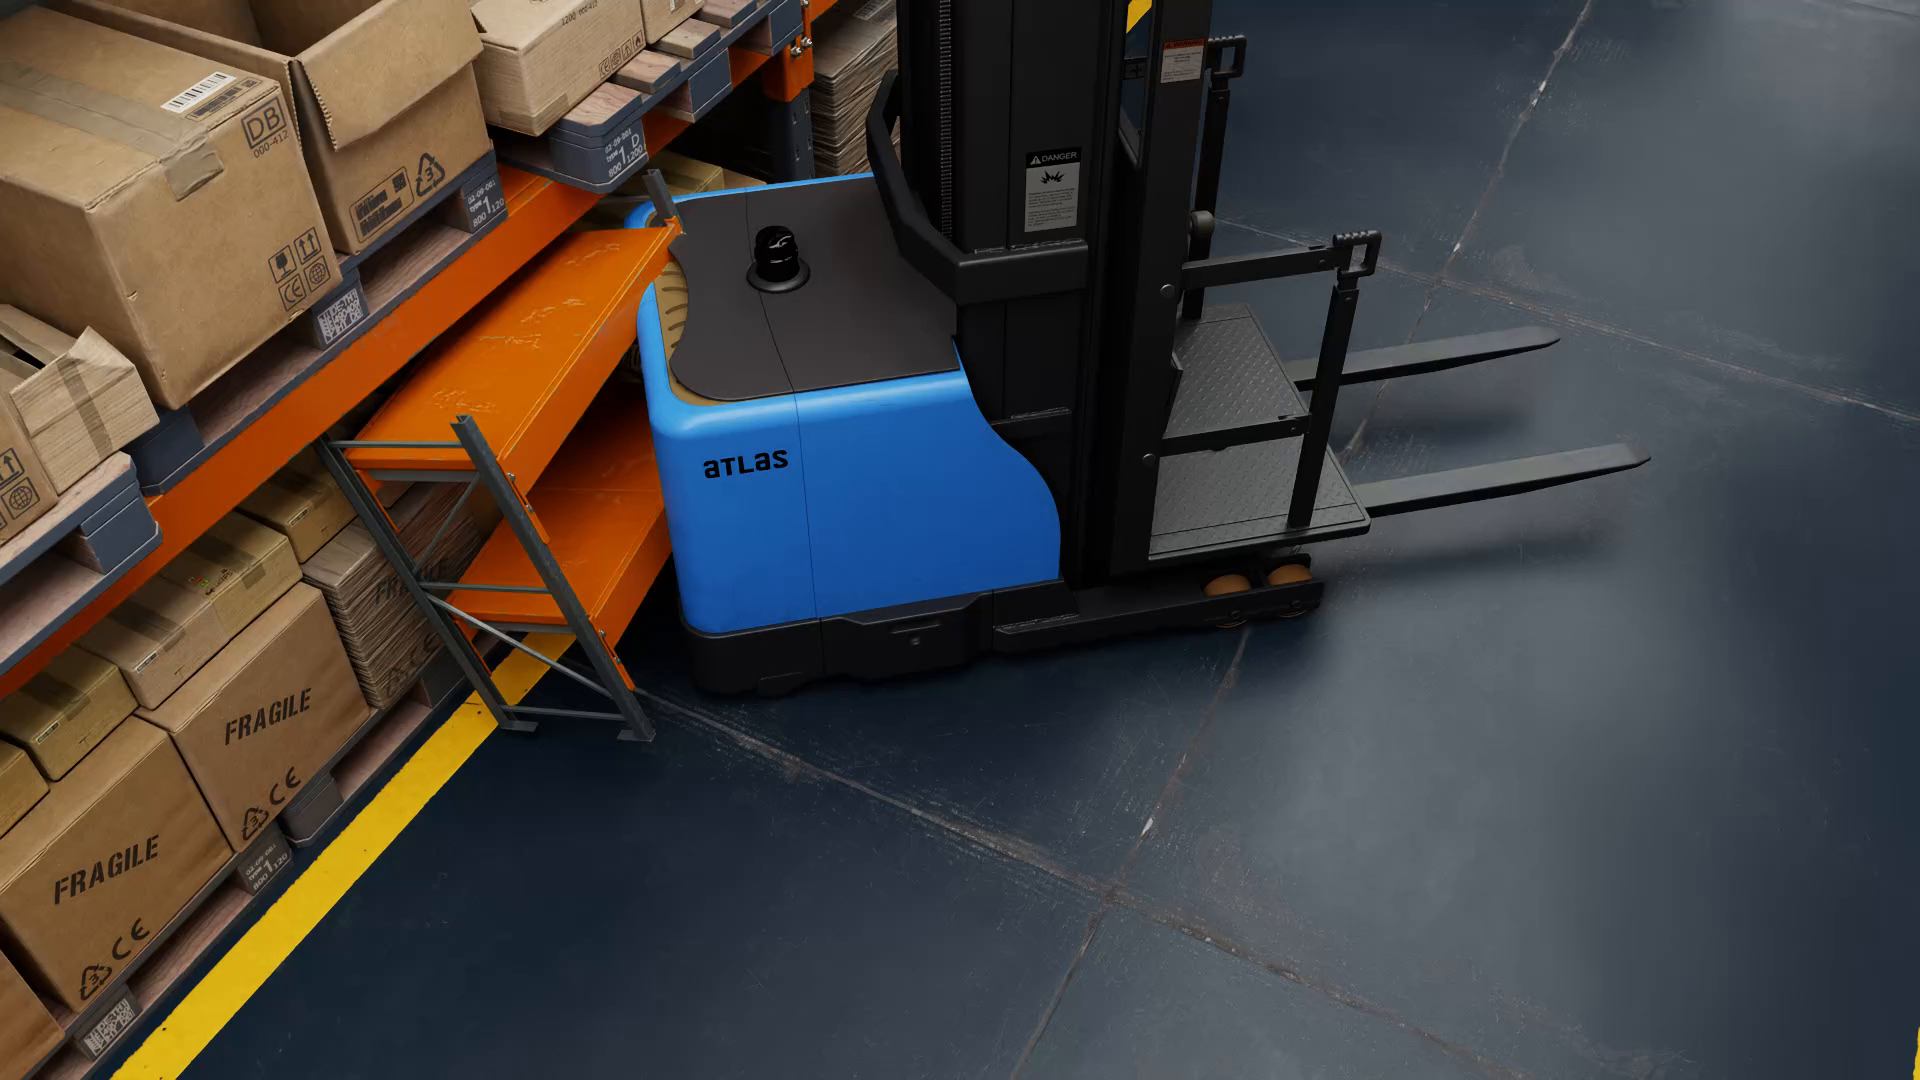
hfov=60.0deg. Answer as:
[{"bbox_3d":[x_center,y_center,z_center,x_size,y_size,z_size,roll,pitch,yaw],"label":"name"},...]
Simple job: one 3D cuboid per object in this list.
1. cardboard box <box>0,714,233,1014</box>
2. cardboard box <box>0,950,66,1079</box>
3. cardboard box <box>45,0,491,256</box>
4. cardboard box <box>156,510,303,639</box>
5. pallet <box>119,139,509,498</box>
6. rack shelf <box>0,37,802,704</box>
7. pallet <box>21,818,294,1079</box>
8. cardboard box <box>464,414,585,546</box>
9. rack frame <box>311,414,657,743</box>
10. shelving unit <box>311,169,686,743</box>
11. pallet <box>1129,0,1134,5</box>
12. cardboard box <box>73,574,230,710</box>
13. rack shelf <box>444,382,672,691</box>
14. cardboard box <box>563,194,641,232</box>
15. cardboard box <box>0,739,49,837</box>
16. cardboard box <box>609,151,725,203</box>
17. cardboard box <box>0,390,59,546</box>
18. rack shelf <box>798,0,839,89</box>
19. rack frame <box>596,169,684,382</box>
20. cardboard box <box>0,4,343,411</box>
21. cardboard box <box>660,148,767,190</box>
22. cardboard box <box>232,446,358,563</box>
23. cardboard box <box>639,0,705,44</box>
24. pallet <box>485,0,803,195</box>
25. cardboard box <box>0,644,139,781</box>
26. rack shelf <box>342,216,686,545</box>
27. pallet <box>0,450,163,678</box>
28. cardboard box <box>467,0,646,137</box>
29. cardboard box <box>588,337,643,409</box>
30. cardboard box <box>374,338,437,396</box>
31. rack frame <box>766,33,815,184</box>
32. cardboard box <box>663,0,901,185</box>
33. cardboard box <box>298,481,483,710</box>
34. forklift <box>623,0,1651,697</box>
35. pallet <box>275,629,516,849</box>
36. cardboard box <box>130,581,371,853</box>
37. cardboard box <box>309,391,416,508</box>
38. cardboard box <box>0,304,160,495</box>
[{"bbox_3d":[-2.154,0.692,3.920,0.500,0.500,0.500,20,49,19],"label":"cardboard box"},{"bbox_3d":[-2.393,1.030,3.585,0.500,0.500,0.500,22,49,21],"label":"cardboard box"},{"bbox_3d":[-1.554,-1.085,3.845,0.797,0.503,0.637,19,48,18],"label":"cardboard box"},{"bbox_3d":[-1.864,0.051,4.096,0.380,0.149,0.250,22,49,20],"label":"cardboard box"},{"bbox_3d":[-1.858,-0.696,3.964,1.003,0.211,1.213,20,49,19],"label":"pallet"},{"bbox_3d":[-1.888,-0.477,4.119,1.077,0.370,4.000,20,49,19],"label":"rack shelf"},{"bbox_3d":[-2.472,0.985,4.128,1.003,0.211,1.213,20,49,19],"label":"pallet"},{"bbox_3d":[-1.448,-0.279,4.879,0.500,0.500,0.500,22,49,21],"label":"cardboard box"},{"bbox_3d":[-1.199,0.124,4.224,0.500,1.125,0.032,2,45,23],"label":"rack frame"},{"bbox_3d":[-1.045,-0.229,4.557,0.538,1.125,1.048,2,45,23],"label":"shelving unit"},{"bbox_3d":[0.590,-3.053,8.119,1.003,0.211,1.213,20,49,19],"label":"pallet"},{"bbox_3d":[-1.981,0.207,3.943,0.380,0.149,0.250,20,49,19],"label":"cardboard box"},{"bbox_3d":[-0.983,-0.053,4.714,0.538,0.278,1.000,2,45,23],"label":"rack shelf"},{"bbox_3d":[-1.064,-0.910,5.047,0.380,0.149,0.250,18,48,17],"label":"cardboard box"},{"bbox_3d":[-2.245,0.529,3.624,0.380,0.149,0.250,18,48,17],"label":"cardboard box"},{"bbox_3d":[-0.965,-1.092,5.227,0.380,0.149,0.250,18,48,17],"label":"cardboard box"},{"bbox_3d":[-2.153,-0.210,2.983,0.700,0.500,0.500,21,49,19],"label":"cardboard box"},{"bbox_3d":[-0.031,-2.997,6.609,1.077,0.370,4.000,20,49,19],"label":"rack shelf"},{"bbox_3d":[-0.892,-0.582,4.889,0.500,1.125,0.032,2,45,23],"label":"rack frame"},{"bbox_3d":[-1.789,-0.705,3.472,0.700,0.500,0.500,20,49,19],"label":"cardboard box"},{"bbox_3d":[-0.966,-0.922,5.514,0.500,0.500,0.500,22,49,20],"label":"cardboard box"},{"bbox_3d":[-1.764,-0.128,4.274,0.380,0.149,0.250,21,49,19],"label":"cardboard box"},{"bbox_3d":[-0.925,-1.509,4.514,0.380,0.149,0.250,21,49,20],"label":"cardboard box"},{"bbox_3d":[-1.212,-1.473,4.731,1.213,0.211,1.003,20,49,19],"label":"pallet"},{"bbox_3d":[-2.130,0.352,3.799,0.380,0.149,0.250,20,49,18],"label":"cardboard box"},{"bbox_3d":[-1.120,-0.440,4.368,0.538,0.278,1.000,2,45,23],"label":"rack shelf"},{"bbox_3d":[-2.349,0.130,3.148,1.003,0.211,1.213,20,49,19],"label":"pallet"},{"bbox_3d":[-1.163,-1.314,4.249,0.500,0.250,0.500,18,48,17],"label":"cardboard box"},{"bbox_3d":[-1.207,-0.610,5.206,0.500,0.500,0.500,20,49,18],"label":"cardboard box"},{"bbox_3d":[-1.503,-0.450,4.592,0.380,0.149,0.250,20,49,18],"label":"cardboard box"},{"bbox_3d":[-0.960,-1.990,5.108,1.000,3.000,0.127,20,49,19],"label":"rack frame"},{"bbox_3d":[-0.658,-1.691,6.187,0.875,0.625,0.625,22,49,20],"label":"cardboard box"},{"bbox_3d":[-1.672,0.054,4.550,0.500,0.500,0.500,19,48,18],"label":"cardboard box"},{"bbox_3d":[0.610,-1.127,4.303,3.031,2.935,1.130,-9,46,-9],"label":"forklift"},{"bbox_3d":[-1.907,0.214,4.891,1.003,0.211,1.213,20,49,19],"label":"pallet"},{"bbox_3d":[-1.919,0.379,4.229,0.500,0.500,0.500,19,48,18],"label":"cardboard box"},{"bbox_3d":[-1.605,-0.266,4.410,0.380,0.149,0.250,18,48,17],"label":"cardboard box"},{"bbox_3d":[-1.832,-0.319,3.256,0.396,0.266,0.258,23,50,21],"label":"cardboard box"}]
